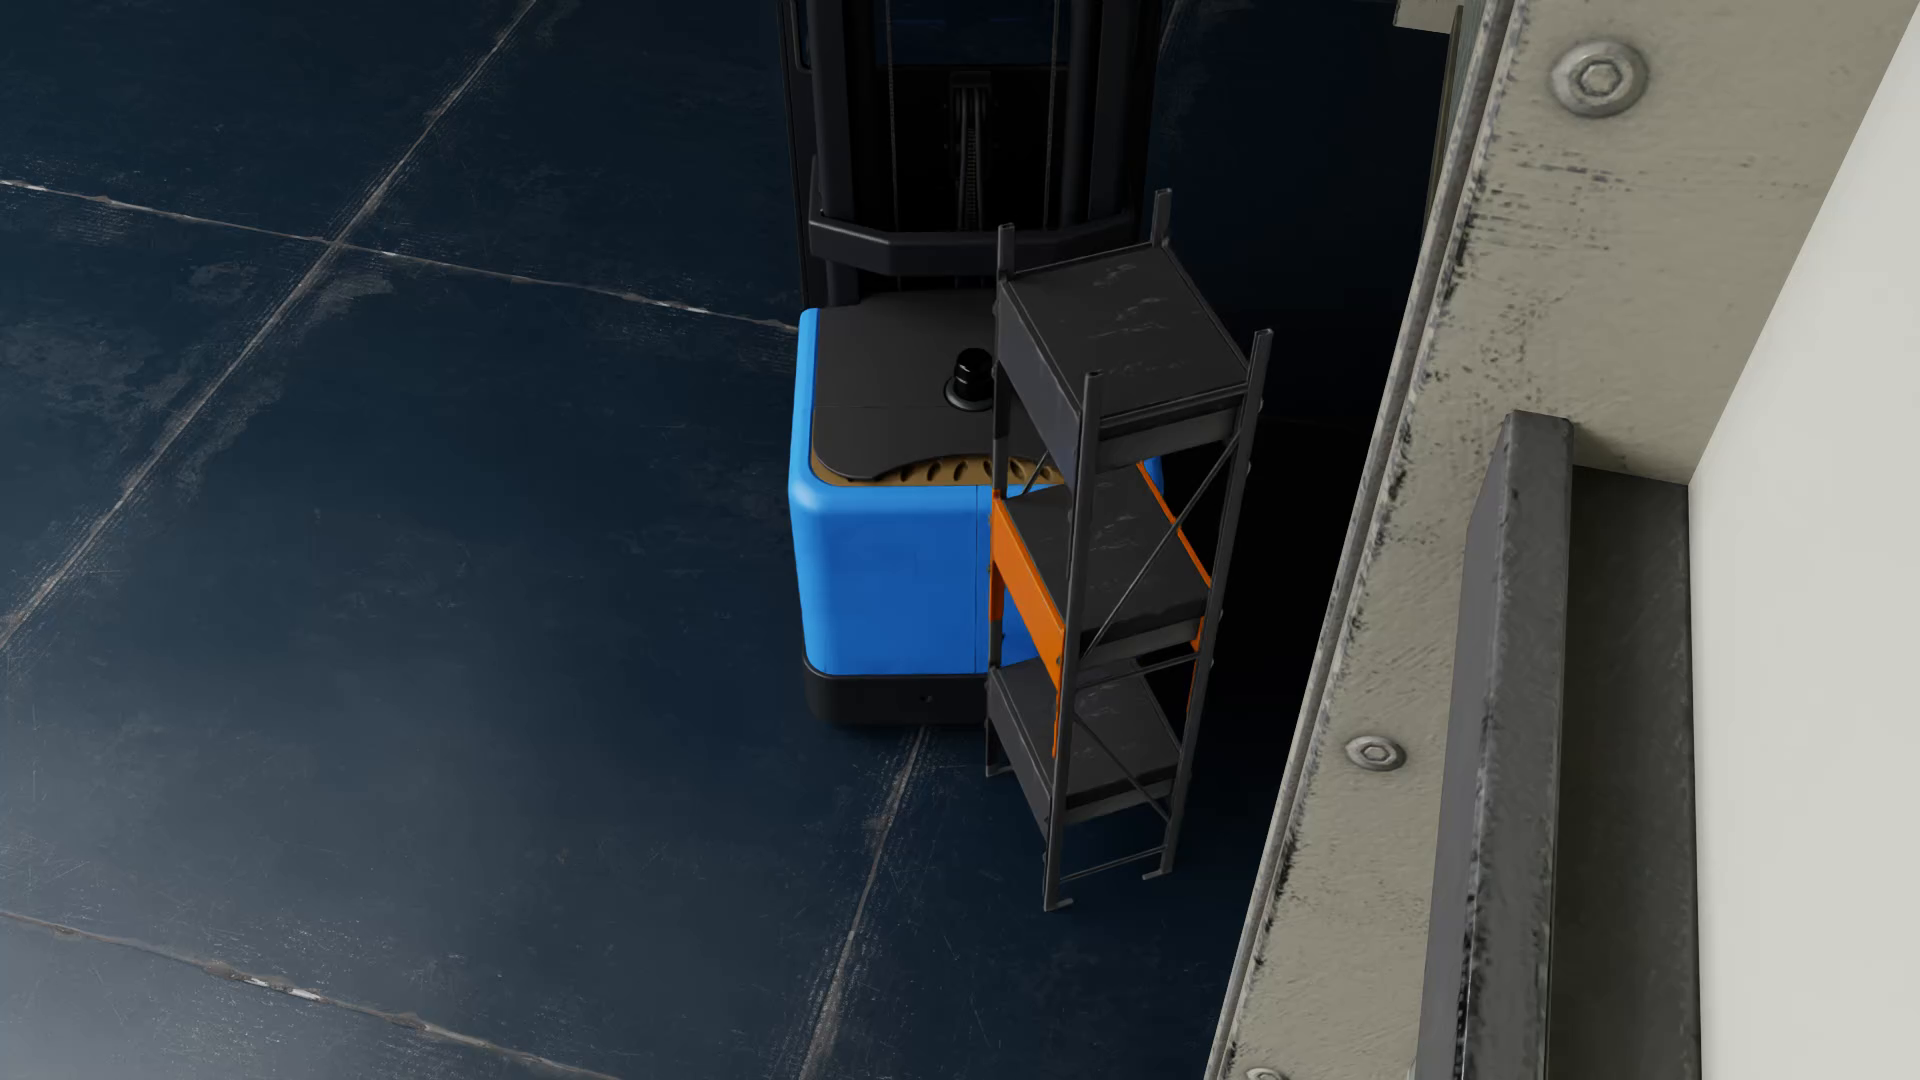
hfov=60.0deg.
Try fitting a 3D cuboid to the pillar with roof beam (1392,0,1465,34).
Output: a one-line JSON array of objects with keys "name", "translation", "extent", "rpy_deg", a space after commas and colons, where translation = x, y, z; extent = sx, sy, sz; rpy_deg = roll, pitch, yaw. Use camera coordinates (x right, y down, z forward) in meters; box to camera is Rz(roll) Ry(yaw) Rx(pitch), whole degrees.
[{"name": "pillar with roof beam", "translation": [-1.895, -6.388, 5.386], "extent": [9.100, 9.000, 0.400], "rpy_deg": [12, 50, 10]}]

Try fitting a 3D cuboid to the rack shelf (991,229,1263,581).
[{"name": "rack shelf", "translation": [0.353, -0.301, 3.699], "extent": [0.431, 0.518, 0.480], "rpy_deg": [-15, 50, -13]}]

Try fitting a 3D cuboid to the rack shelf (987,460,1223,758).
[{"name": "rack shelf", "translation": [0.352, 0.163, 4.224], "extent": [0.431, 0.518, 0.480], "rpy_deg": [-15, 50, -13]}]

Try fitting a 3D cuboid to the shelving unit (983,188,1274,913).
[{"name": "shelving unit", "translation": [0.352, 0.154, 4.213], "extent": [0.431, 2.100, 0.503], "rpy_deg": [-15, 50, -13]}]

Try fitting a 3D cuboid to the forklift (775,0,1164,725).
[{"name": "forklift", "translation": [0.022, -1.490, 5.110], "extent": [1.130, 2.935, 3.031], "rpy_deg": [-1, 49, -1]}]

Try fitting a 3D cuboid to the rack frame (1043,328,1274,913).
[{"name": "rack frame", "translation": [0.433, 0.326, 4.061], "extent": [0.400, 2.100, 0.015], "rpy_deg": [-15, 50, -13]}]

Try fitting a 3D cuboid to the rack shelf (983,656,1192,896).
[{"name": "rack shelf", "translation": [0.351, 0.626, 4.748], "extent": [0.431, 0.518, 0.480], "rpy_deg": [-15, 50, -13]}]

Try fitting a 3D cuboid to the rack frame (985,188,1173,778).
[{"name": "rack frame", "translation": [0.271, -0.019, 4.366], "extent": [0.400, 2.100, 0.015], "rpy_deg": [-15, 50, -13]}]
